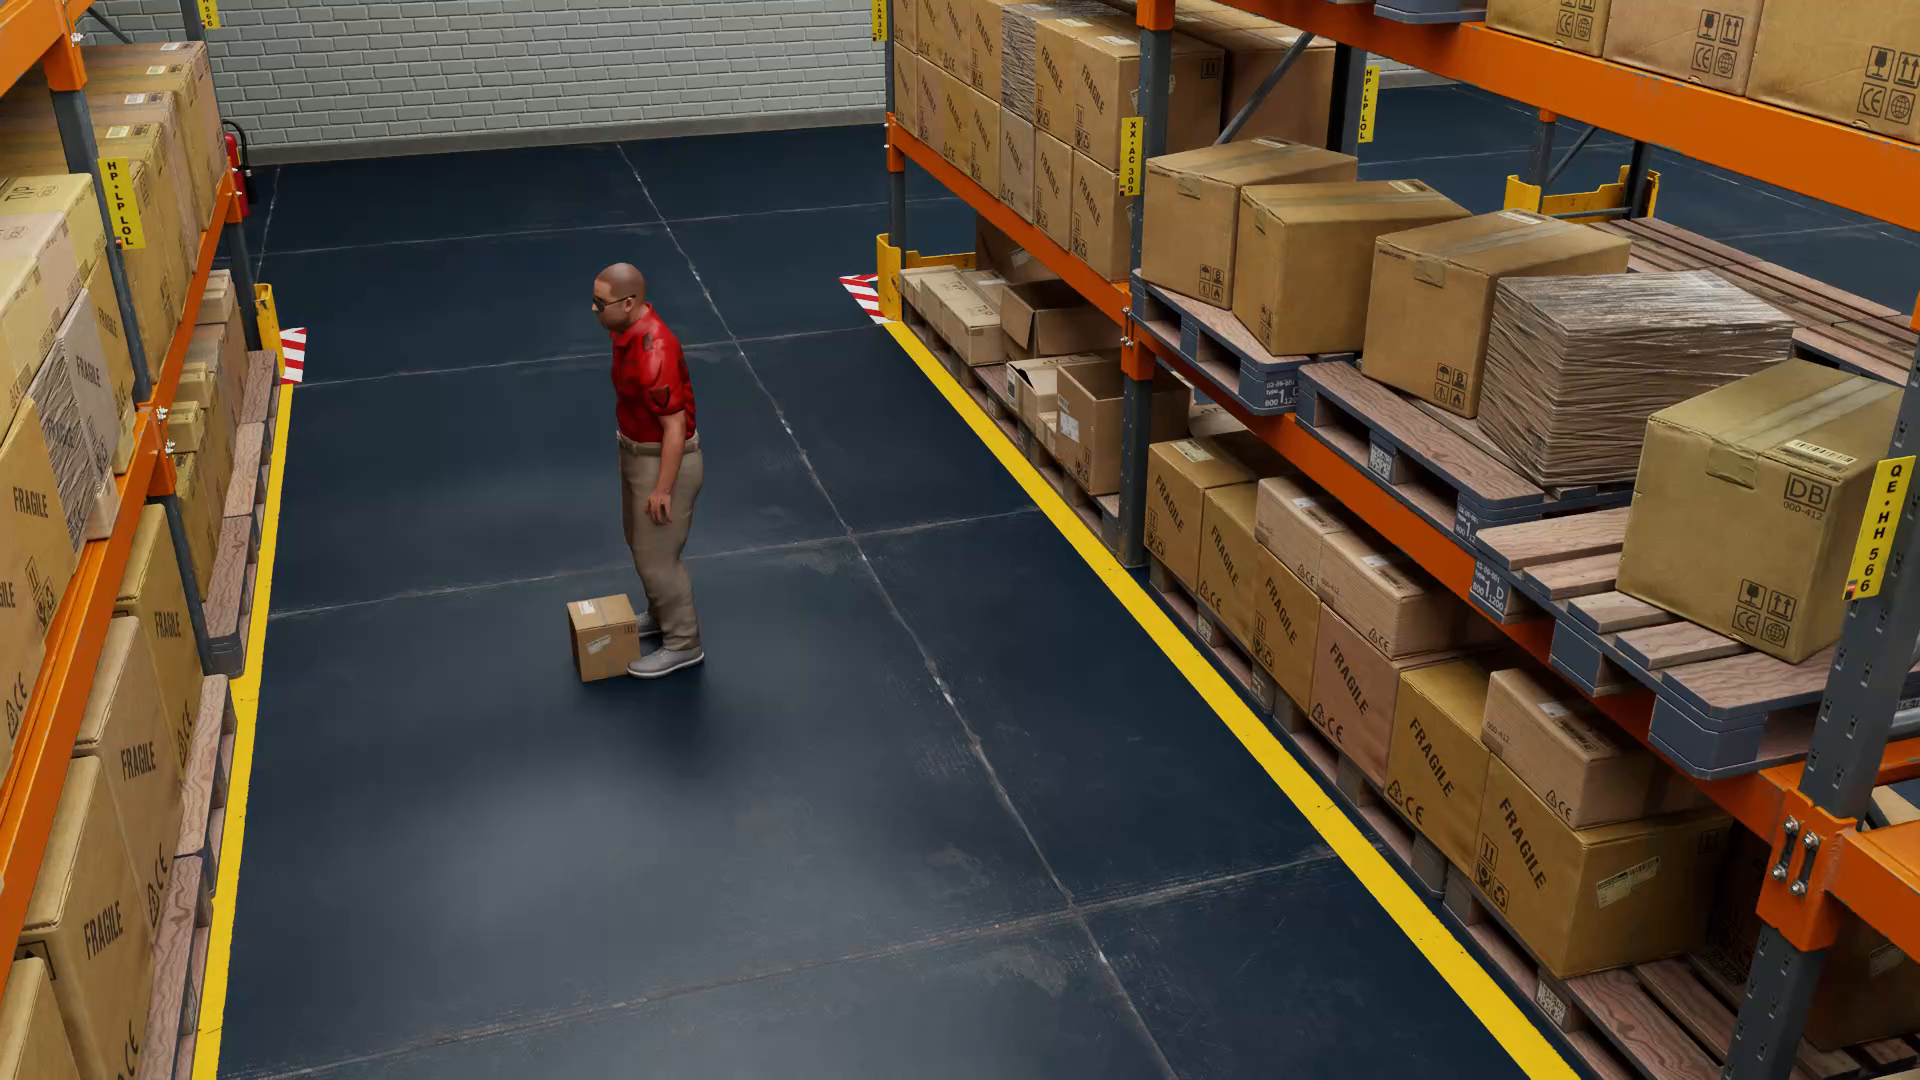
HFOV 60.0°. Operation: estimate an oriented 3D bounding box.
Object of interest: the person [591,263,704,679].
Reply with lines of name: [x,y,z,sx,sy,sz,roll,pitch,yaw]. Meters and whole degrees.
person: [-1.250,-0.292,6.724,0.392,1.726,0.606,-10,28,-19]
